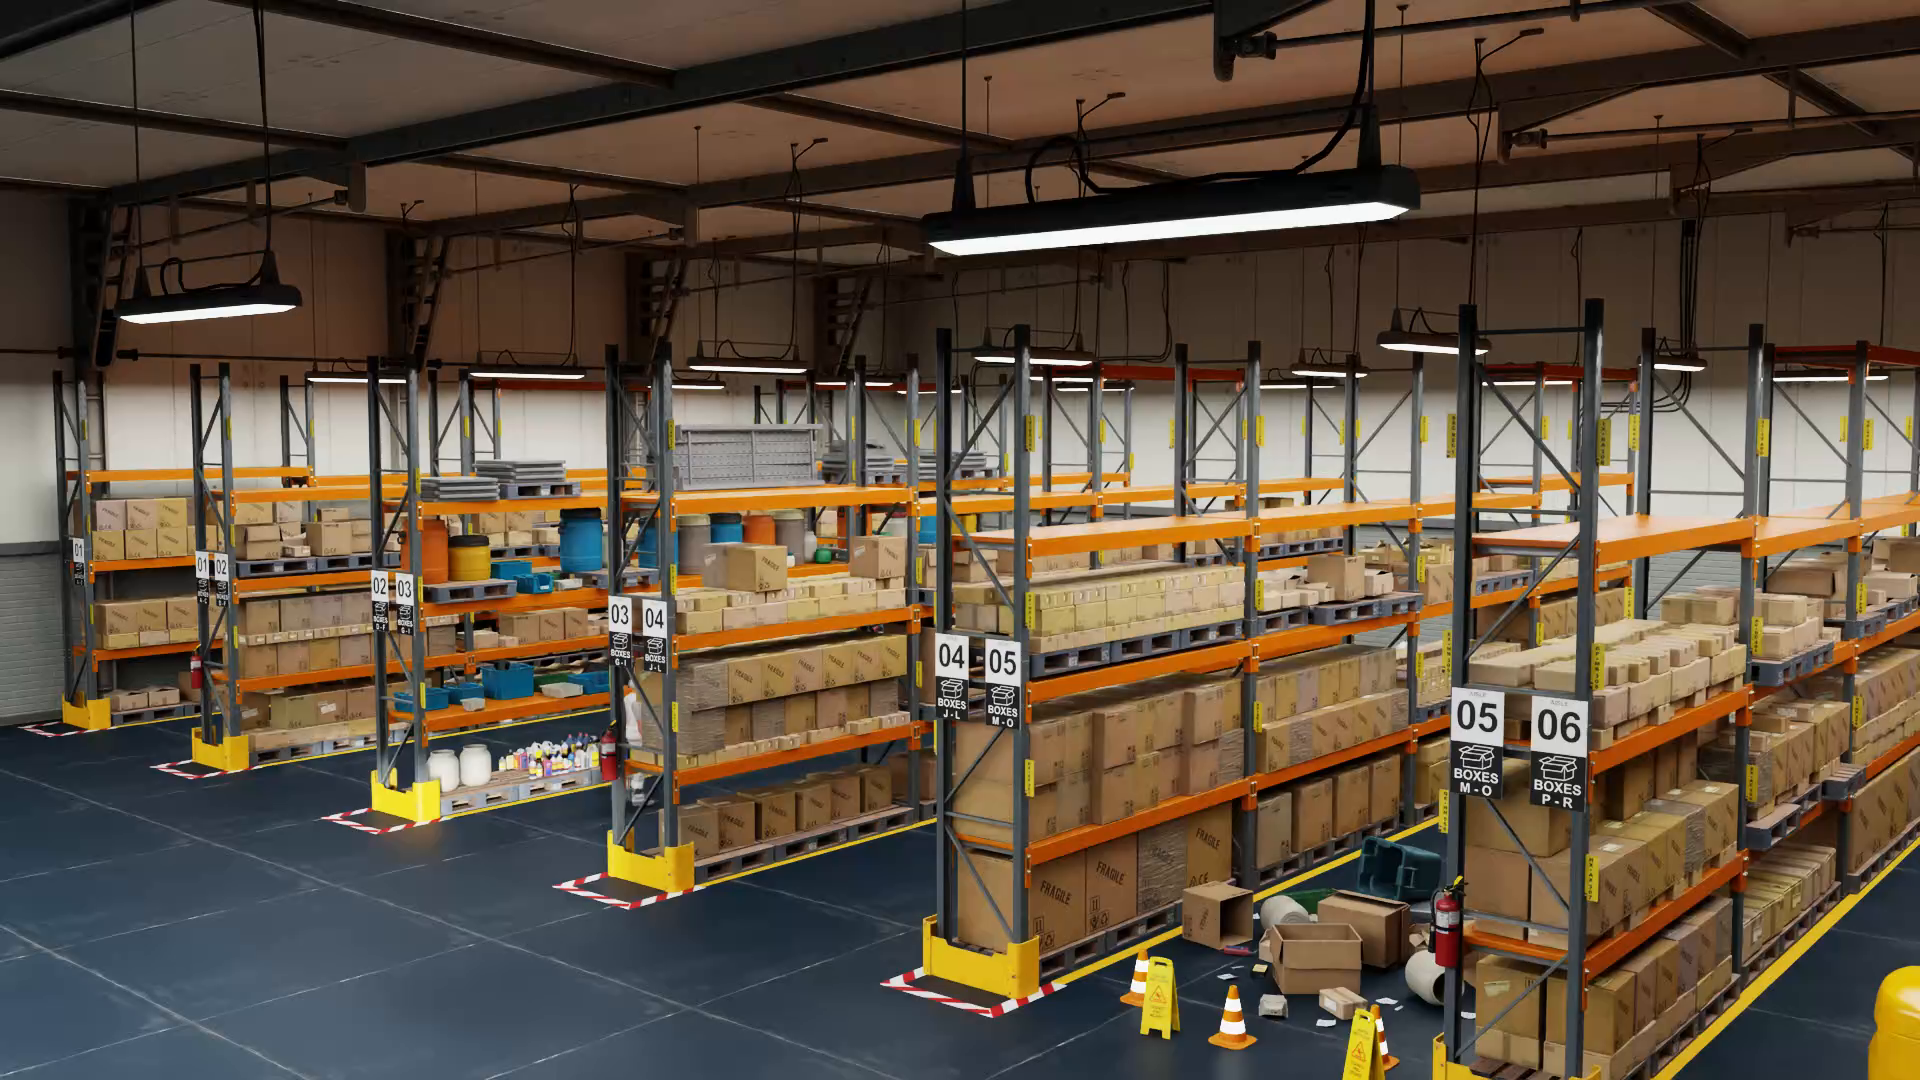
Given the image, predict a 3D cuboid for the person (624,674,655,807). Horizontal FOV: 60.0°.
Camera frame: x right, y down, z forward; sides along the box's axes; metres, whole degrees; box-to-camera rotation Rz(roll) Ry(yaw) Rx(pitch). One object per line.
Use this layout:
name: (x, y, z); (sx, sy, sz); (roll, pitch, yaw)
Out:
person: (-4.304, 2.657, 22.147); (0.497, 1.784, 0.540); (-1, 4, -15)

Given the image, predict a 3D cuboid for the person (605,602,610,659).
person: (-6.787, 2.141, 32.535); (0.428, 1.502, 0.624); (0, 4, 5)

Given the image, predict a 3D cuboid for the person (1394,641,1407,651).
person: (6.729, 2.440, 25.560); (0.707, 1.787, 0.613); (-3, 5, -33)
